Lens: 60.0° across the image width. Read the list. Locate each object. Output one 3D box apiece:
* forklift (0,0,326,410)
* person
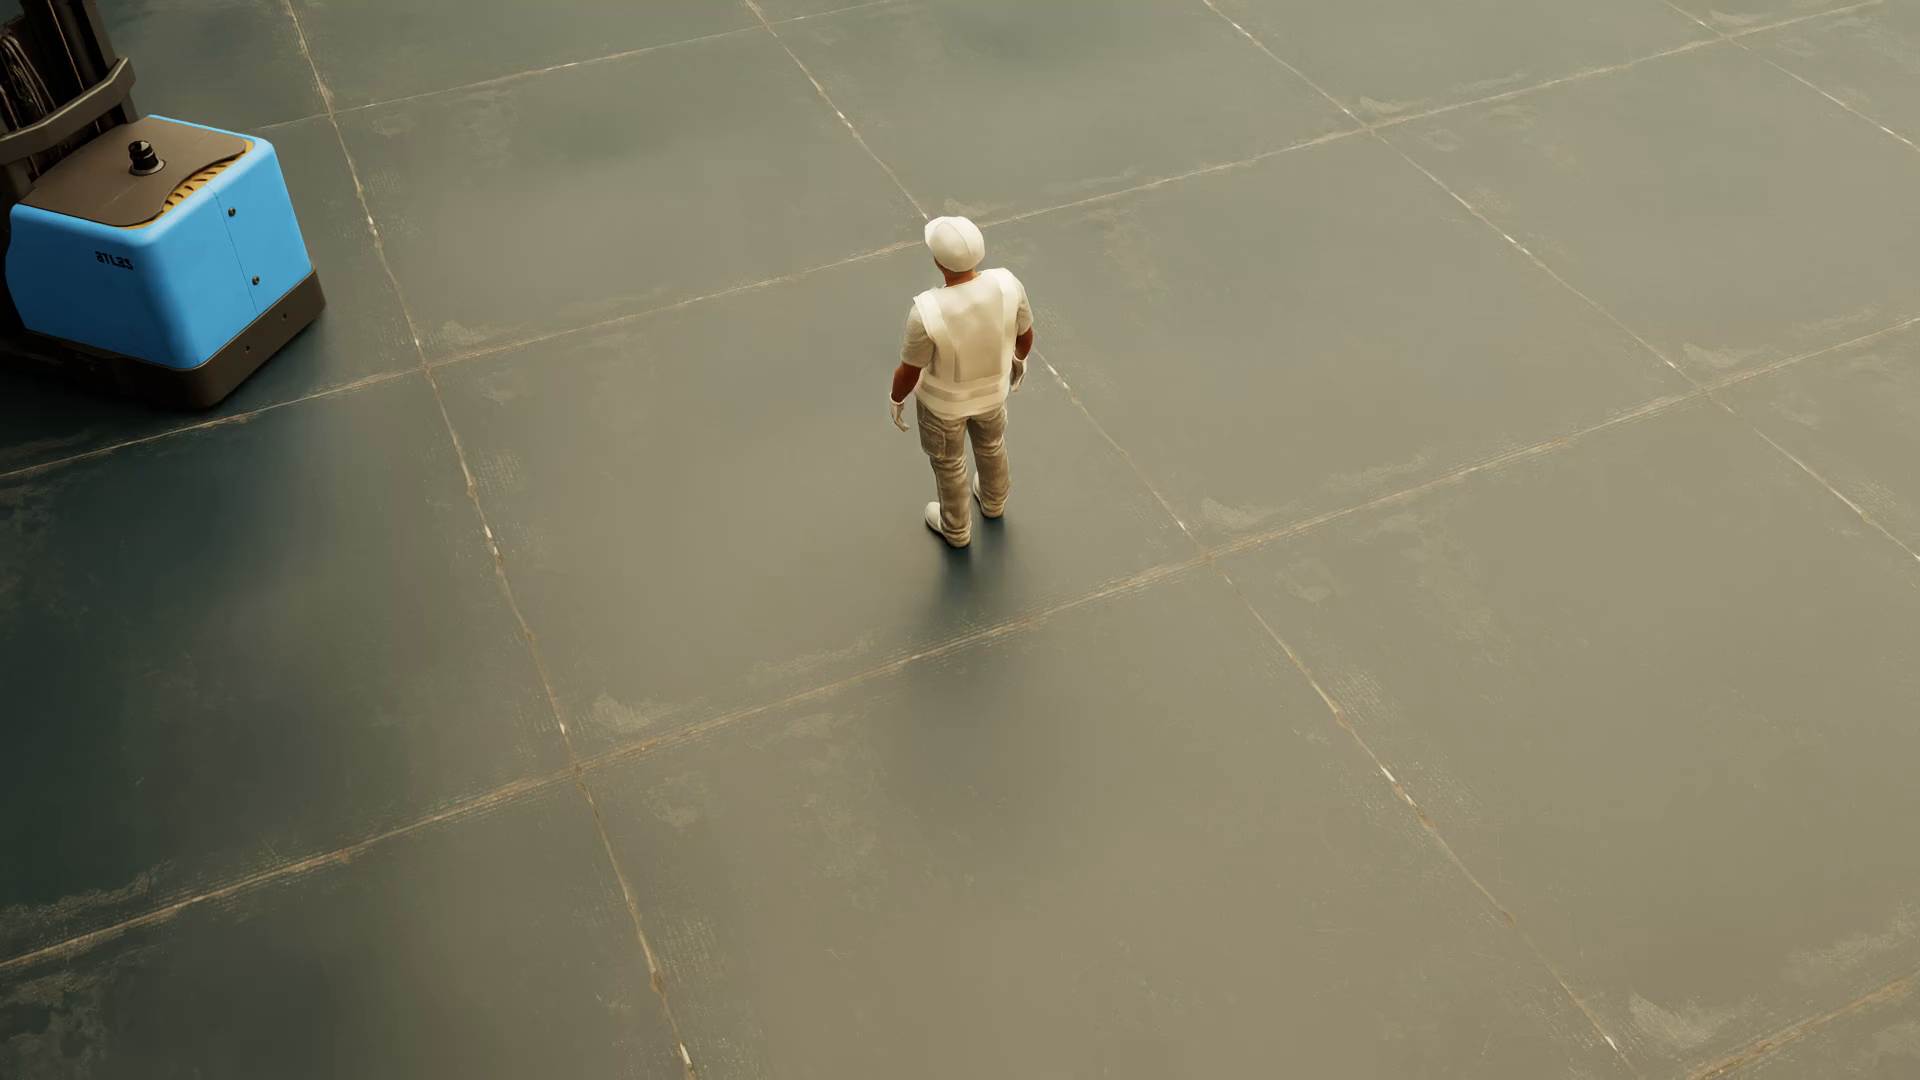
[{"bbox_3d":[-5.038,-2.366,8.216,3.031,2.935,1.130,15,45,15],"label":"forklift"},{"bbox_3d":[-0.022,-0.704,7.265,0.656,1.782,0.577,-18,46,-18],"label":"person"}]
